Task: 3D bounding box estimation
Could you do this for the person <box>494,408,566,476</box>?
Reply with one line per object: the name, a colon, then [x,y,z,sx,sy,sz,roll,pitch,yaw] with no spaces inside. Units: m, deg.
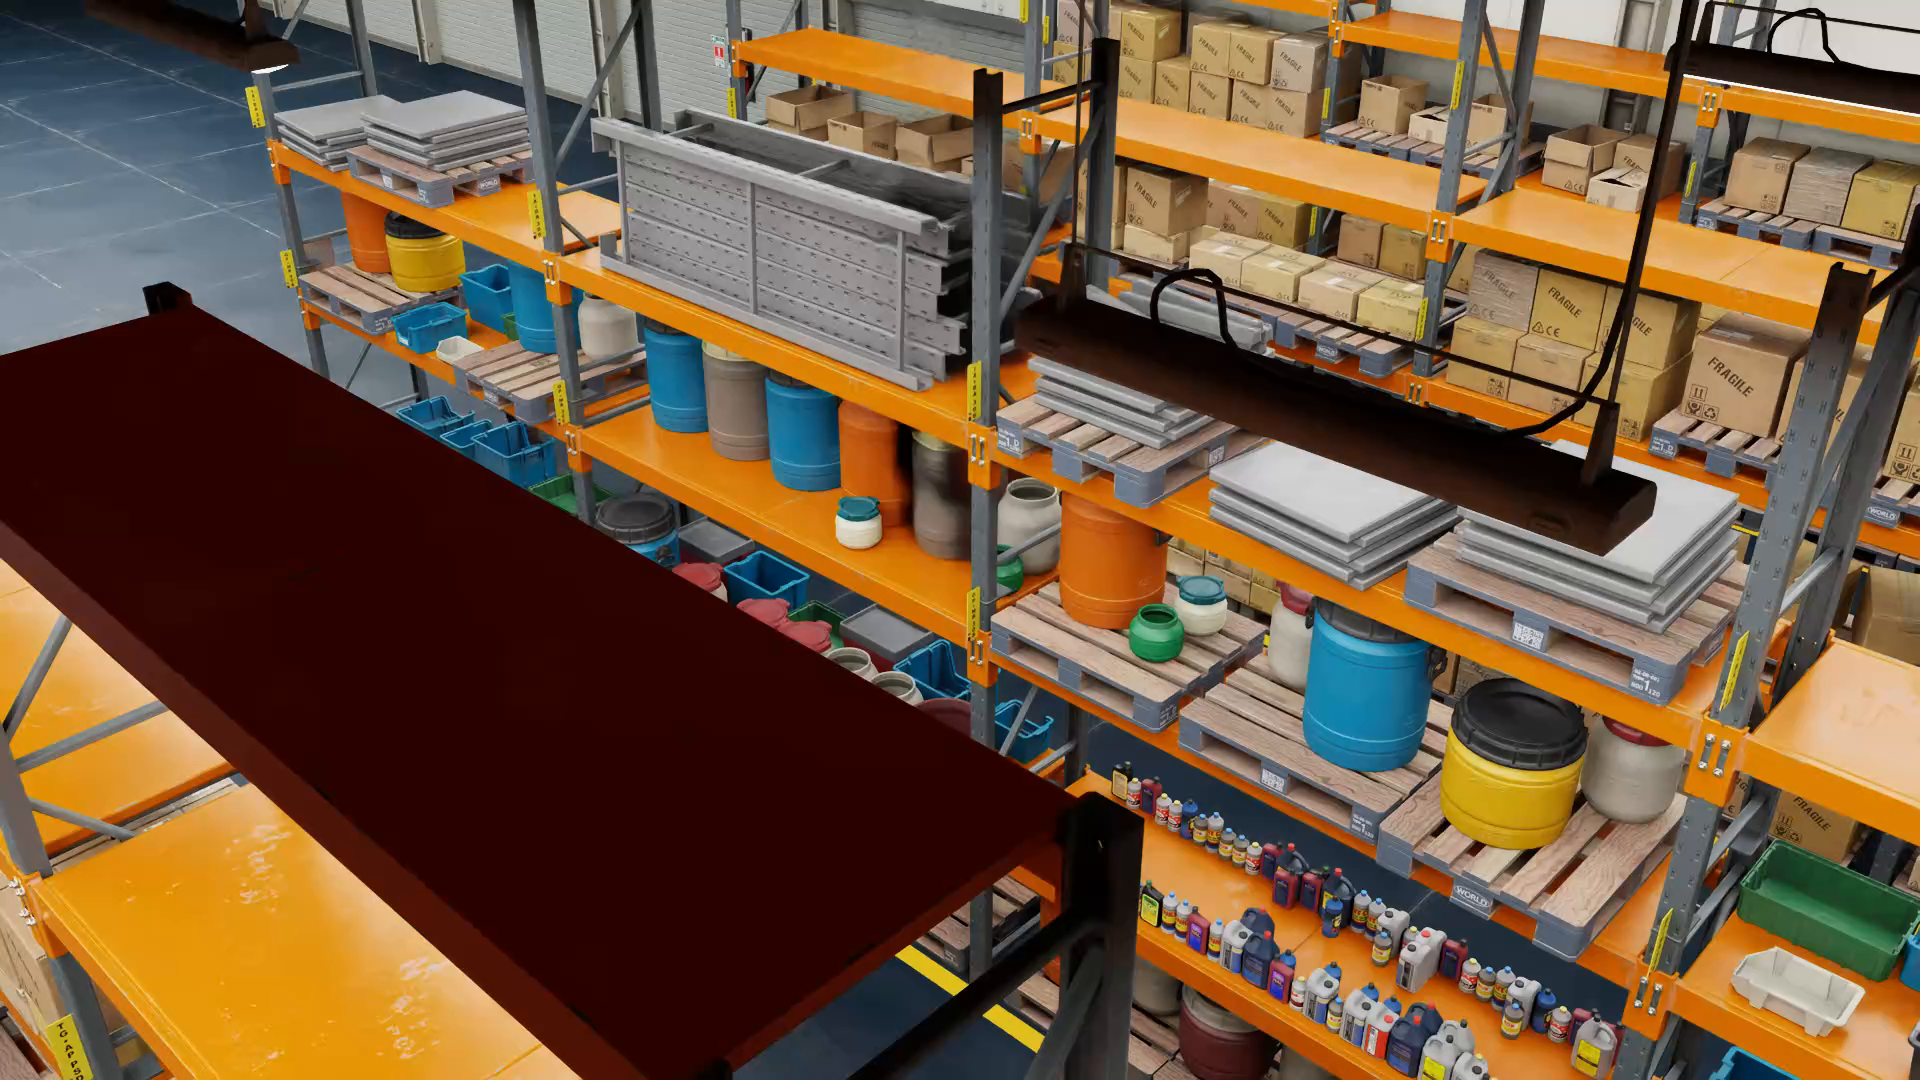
person: [-4.321,-1.158,16.578,0.768,1.751,0.631,12,32,21]
